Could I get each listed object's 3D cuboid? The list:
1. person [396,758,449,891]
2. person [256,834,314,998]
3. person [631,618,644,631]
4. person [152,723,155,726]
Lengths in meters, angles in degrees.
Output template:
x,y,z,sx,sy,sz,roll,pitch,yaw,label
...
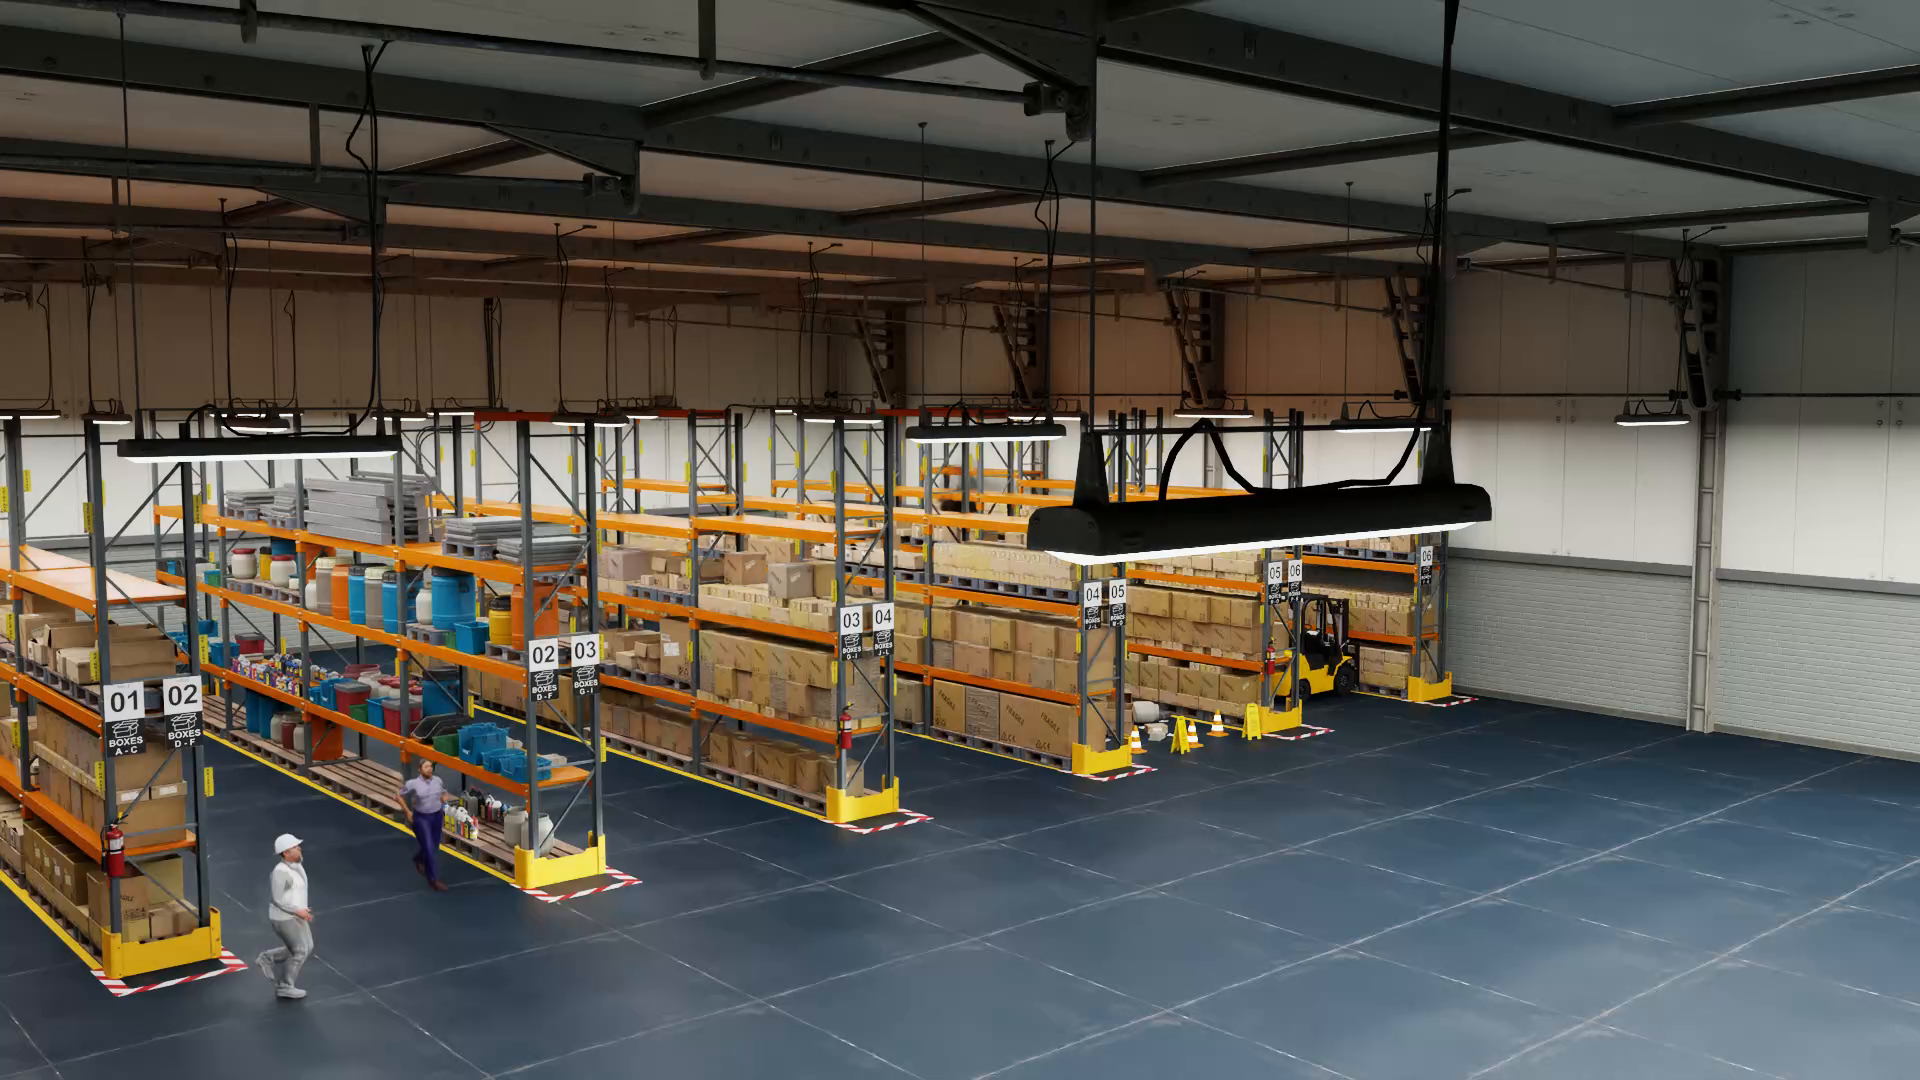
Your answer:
x,y,z,sx,sy,sz,roll,pitch,yaw,label
-6.863,3.621,21.402,0.943,1.619,0.608,4,6,39,person
-7.073,3.937,17.482,0.604,1.734,0.674,-1,5,-7,person
-6.511,2.488,33.660,0.837,1.839,0.640,4,7,41,person
-13.539,3.062,27.523,0.920,1.694,0.581,3,6,33,person
